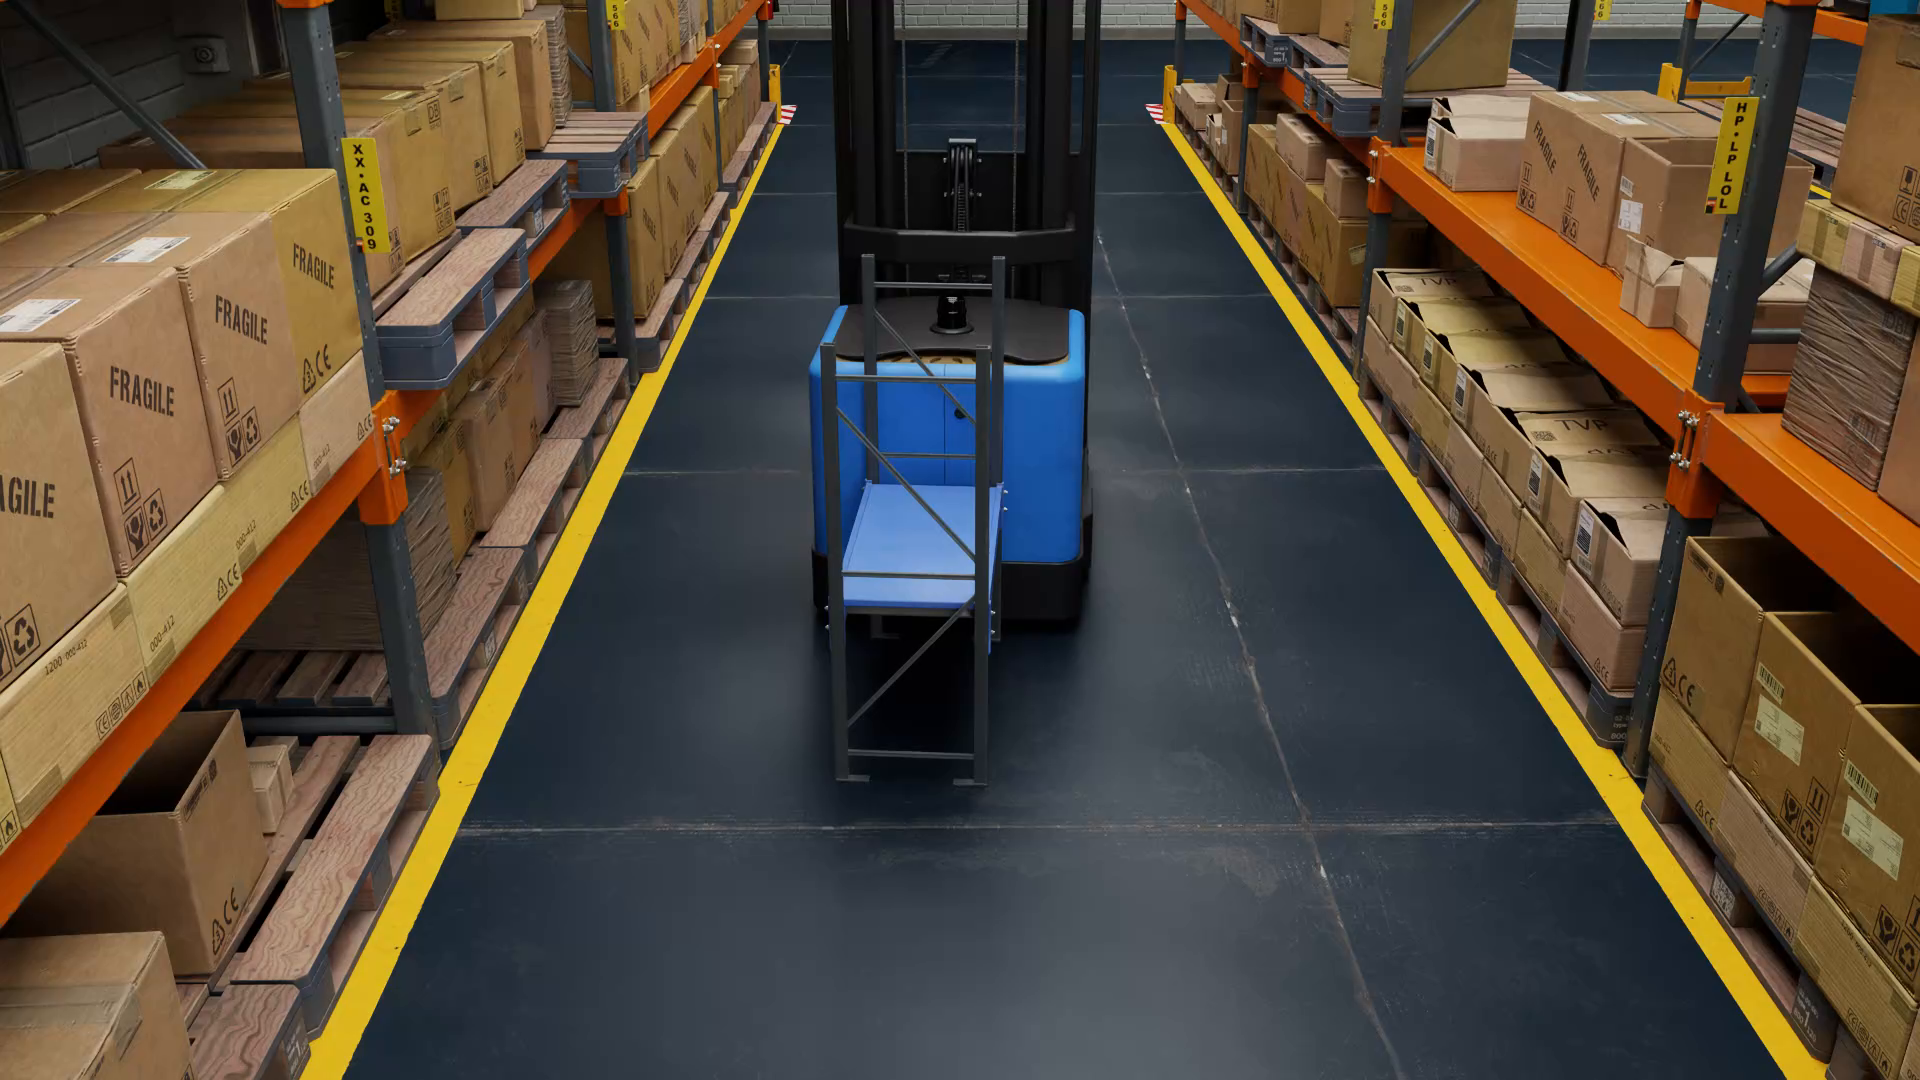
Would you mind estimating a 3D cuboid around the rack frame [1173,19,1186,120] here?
[{"bbox_3d":[2.594,-5.543,15.865,1.000,3.000,0.127,0,24,-1],"label":"rack frame"}]

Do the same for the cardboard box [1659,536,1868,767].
[{"bbox_3d":[2.417,0.314,4.832,0.500,0.500,0.500,0,24,-1],"label":"cardboard box"}]

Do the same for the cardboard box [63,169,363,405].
[{"bbox_3d":[-1.914,-0.663,4.324,0.500,0.500,0.500,0,24,-1],"label":"cardboard box"}]

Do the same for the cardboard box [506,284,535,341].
[{"bbox_3d":[-2.269,-1.094,7.618,0.500,0.250,0.500,0,24,0],"label":"cardboard box"}]

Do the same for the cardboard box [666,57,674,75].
[{"bbox_3d":[-2.059,-3.104,10.753,0.380,0.149,0.250,-1,24,-2],"label":"cardboard box"}]

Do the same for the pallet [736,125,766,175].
[{"bbox_3d":[-2.262,-3.418,14.551,1.003,0.211,1.213,0,24,-1],"label":"pallet"}]

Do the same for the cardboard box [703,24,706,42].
[{"bbox_3d":[-2.029,-3.627,11.911,0.380,0.149,0.250,0,24,0],"label":"cardboard box"}]

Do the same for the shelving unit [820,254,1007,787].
[{"bbox_3d":[-0.127,-0.095,5.641,0.538,1.500,1.048,2,24,3],"label":"shelving unit"}]

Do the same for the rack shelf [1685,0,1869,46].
[{"bbox_3d":[7.569,-4.412,14.237,1.077,0.370,4.000,0,24,-1],"label":"rack shelf"}]

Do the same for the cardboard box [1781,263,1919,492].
[{"bbox_3d":[2.736,-0.461,4.507,0.700,0.500,0.500,-1,24,-2],"label":"cardboard box"}]

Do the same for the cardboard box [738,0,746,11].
[{"bbox_3d":[-2.326,-4.832,13.929,0.980,0.700,0.700,-1,24,-3],"label":"cardboard box"}]

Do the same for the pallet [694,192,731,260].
[{"bbox_3d":[-2.232,-2.283,12.041,1.003,0.211,1.213,0,24,-1],"label":"pallet"}]

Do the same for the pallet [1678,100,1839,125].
[{"bbox_3d":[7.517,-3.953,15.734,1.003,0.211,1.213,0,24,-1],"label":"pallet"}]

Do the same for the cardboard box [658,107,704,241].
[{"bbox_3d":[-2.166,-2.449,11.124,0.750,0.750,0.750,0,24,1],"label":"cardboard box"}]

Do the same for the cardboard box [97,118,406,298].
[{"bbox_3d":[-2.200,-1.030,5.232,0.700,0.500,0.500,0,24,0],"label":"cardboard box"}]

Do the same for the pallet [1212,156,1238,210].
[{"bbox_3d":[2.631,-2.907,13.421,1.003,0.211,1.213,0,24,-1],"label":"pallet"}]

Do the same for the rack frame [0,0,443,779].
[{"bbox_3d":[-2.229,-0.574,4.880,1.000,3.000,0.127,0,24,-1],"label":"rack frame"}]

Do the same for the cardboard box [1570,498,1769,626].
[{"bbox_3d":[2.433,0.042,5.663,0.500,0.311,0.500,0,24,-1],"label":"cardboard box"}]

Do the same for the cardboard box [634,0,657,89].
[{"bbox_3d":[-2.018,-2.830,9.360,0.500,0.500,0.500,1,24,1],"label":"cardboard box"}]

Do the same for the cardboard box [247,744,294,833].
[{"bbox_3d":[-2.193,0.737,4.886,0.380,0.166,0.250,-3,25,-7],"label":"cardboard box"}]

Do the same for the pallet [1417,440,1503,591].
[{"bbox_3d":[2.661,-0.135,7.292,1.003,0.211,1.213,0,24,-1],"label":"pallet"}]

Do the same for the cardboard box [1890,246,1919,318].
[{"bbox_3d":[2.541,-0.618,4.067,0.380,0.149,0.250,-1,24,-2],"label":"cardboard box"}]

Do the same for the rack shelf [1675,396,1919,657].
[{"bbox_3d":[2.746,0.554,3.258,1.077,0.370,4.000,0,24,-1],"label":"rack shelf"}]

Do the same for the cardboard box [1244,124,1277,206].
[{"bbox_3d":[2.399,-2.756,12.202,0.500,0.500,0.500,-1,24,-3],"label":"cardboard box"}]

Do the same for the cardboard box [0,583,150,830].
[{"bbox_3d":[-1.896,0.299,3.107,0.500,0.250,0.500,0,24,0],"label":"cardboard box"}]

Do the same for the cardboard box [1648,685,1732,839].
[{"bbox_3d":[2.426,0.656,4.987,0.500,0.250,0.500,0,24,-1],"label":"cardboard box"}]

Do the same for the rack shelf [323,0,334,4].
[{"bbox_3d":[-2.251,-2.437,6.232,1.077,0.370,4.000,0,24,-1],"label":"rack shelf"}]

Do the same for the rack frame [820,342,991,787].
[{"bbox_3d":[-0.160,0.114,5.178,0.500,1.500,0.032,2,24,3],"label":"rack frame"}]

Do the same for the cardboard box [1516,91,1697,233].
[{"bbox_3d":[2.716,-1.600,7.027,0.500,0.500,0.500,-2,24,-3],"label":"cardboard box"}]

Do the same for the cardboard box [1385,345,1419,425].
[{"bbox_3d":[2.399,-0.760,8.119,0.500,0.250,0.500,-1,24,-2],"label":"cardboard box"}]

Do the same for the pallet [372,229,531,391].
[{"bbox_3d":[-2.092,-0.802,5.617,1.003,0.211,1.213,0,24,-1],"label":"pallet"}]

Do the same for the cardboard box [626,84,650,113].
[{"bbox_3d":[-1.957,-2.468,9.346,0.380,0.149,0.250,0,24,1],"label":"cardboard box"}]

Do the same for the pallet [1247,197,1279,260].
[{"bbox_3d":[2.684,-2.289,12.055,1.003,0.211,1.213,0,24,-1],"label":"pallet"}]

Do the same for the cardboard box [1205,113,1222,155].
[{"bbox_3d":[2.339,-3.412,13.884,0.500,0.311,0.500,0,24,-1],"label":"cardboard box"}]

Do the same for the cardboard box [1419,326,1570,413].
[{"bbox_3d":[2.410,-0.797,7.518,0.500,0.311,0.500,-1,24,-2],"label":"cardboard box"}]

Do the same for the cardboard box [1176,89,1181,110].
[{"bbox_3d":[2.257,-4.175,15.746,0.380,0.166,0.250,0,24,-1],"label":"cardboard box"}]

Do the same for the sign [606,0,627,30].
[{"bbox_3d":[-1.730,-2.720,8.316,0.100,0.325,0.005,0,24,-1],"label":"sign"}]

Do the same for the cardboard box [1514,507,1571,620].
[{"bbox_3d":[2.426,0.085,6.248,0.500,0.250,0.500,-1,24,-1],"label":"cardboard box"}]

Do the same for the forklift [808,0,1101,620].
[{"bbox_3d":[0.041,-1.594,7.218,1.130,2.935,3.031,2,24,3],"label":"forklift"}]

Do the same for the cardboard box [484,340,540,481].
[{"bbox_3d":[-2.289,-0.570,7.370,0.700,0.500,0.500,0,24,-1],"label":"cardboard box"}]

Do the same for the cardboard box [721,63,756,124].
[{"bbox_3d":[-2.247,-4.077,15.149,0.700,0.500,0.500,0,24,-1],"label":"cardboard box"}]

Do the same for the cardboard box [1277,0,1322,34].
[{"bbox_3d":[2.490,-3.652,11.054,0.700,0.500,0.500,4,25,8],"label":"cardboard box"}]

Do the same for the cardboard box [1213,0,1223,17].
[{"bbox_3d":[2.360,-4.569,13.591,0.500,0.500,0.500,0,24,1],"label":"cardboard box"}]

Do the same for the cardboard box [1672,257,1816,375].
[{"bbox_3d":[2.676,-0.732,5.411,0.500,0.250,0.500,1,24,3],"label":"cardboard box"}]

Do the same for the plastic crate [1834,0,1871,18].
[{"bbox_3d":[7.310,-4.277,13.328,0.437,0.125,0.590,0,24,-1],"label":"plastic crate"}]

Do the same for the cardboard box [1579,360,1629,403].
[{"bbox_3d":[2.951,-0.597,7.076,0.500,0.311,0.500,0,24,1],"label":"cardboard box"}]

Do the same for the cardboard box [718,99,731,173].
[{"bbox_3d":[-2.222,-3.232,13.279,0.700,0.500,0.500,0,24,0],"label":"cardboard box"}]

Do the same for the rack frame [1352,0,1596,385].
[{"bbox_3d":[2.681,-2.246,8.577,1.000,3.000,0.127,0,24,-1],"label":"rack frame"}]

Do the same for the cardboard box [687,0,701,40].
[{"bbox_3d":[-2.044,-3.662,11.199,0.500,0.500,0.500,0,24,0],"label":"cardboard box"}]

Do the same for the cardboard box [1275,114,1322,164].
[{"bbox_3d":[2.410,-2.685,11.137,0.500,0.250,0.500,0,24,0],"label":"cardboard box"}]

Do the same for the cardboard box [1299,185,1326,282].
[{"bbox_3d":[2.431,-1.905,10.322,0.500,0.500,0.500,-1,24,-2],"label":"cardboard box"}]

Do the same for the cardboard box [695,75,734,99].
[{"bbox_3d":[-2.043,-3.669,13.459,0.380,0.149,0.250,1,24,1],"label":"cardboard box"}]

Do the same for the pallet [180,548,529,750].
[{"bbox_3d":[-2.239,0.376,6.163,1.003,0.211,1.213,0,24,-1],"label":"pallet"}]

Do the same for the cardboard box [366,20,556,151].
[{"bbox_3d":[-2.224,-2.045,7.476,0.700,0.500,0.500,-3,24,-6],"label":"cardboard box"}]

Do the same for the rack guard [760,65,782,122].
[{"bbox_3d":[-2.360,-4.390,16.350,1.175,0.500,0.348,0,24,-1],"label":"rack guard"}]
